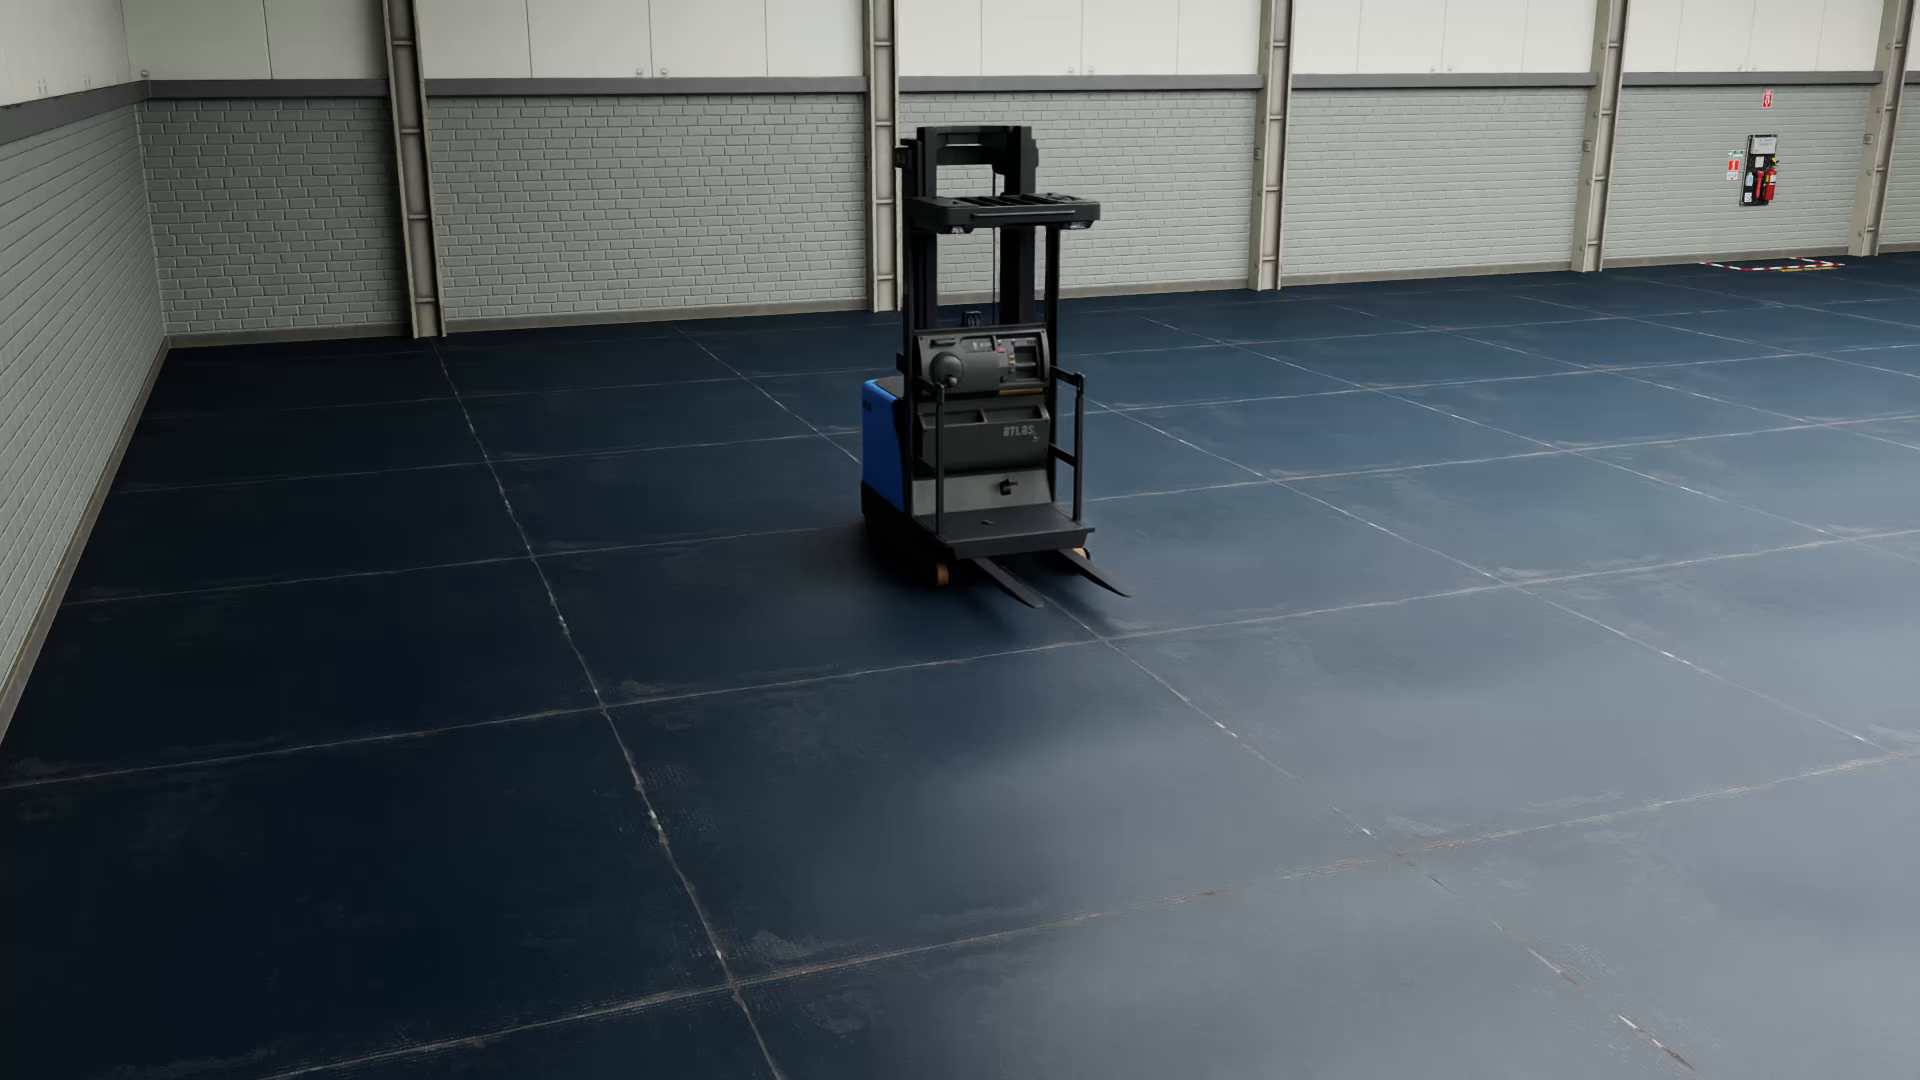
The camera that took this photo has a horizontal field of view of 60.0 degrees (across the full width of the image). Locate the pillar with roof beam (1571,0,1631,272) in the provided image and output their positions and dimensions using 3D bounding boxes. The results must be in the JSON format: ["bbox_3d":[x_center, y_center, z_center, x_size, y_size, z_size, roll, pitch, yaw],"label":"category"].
[{"bbox_3d":[11.700,-7.562,21.877,0.400,9.000,9.100,-6,17,-20],"label":"pillar with roof beam"}]

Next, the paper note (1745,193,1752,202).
[{"bbox_3d":[13.251,-5.759,27.950,0.142,0.148,0.016,-6,17,-20],"label":"paper note"}]

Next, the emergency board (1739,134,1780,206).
[{"bbox_3d":[13.441,-6.182,27.825,0.643,1.169,0.194,-6,17,-20],"label":"emergency board"}]

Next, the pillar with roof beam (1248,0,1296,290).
[{"bbox_3d":[6.097,-6.957,19.817,0.400,9.000,9.100,-6,17,-20],"label":"pillar with roof beam"}]

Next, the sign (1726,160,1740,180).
[{"bbox_3d":[12.888,-6.170,27.723,0.234,0.329,0.001,-6,17,-20],"label":"sign"}]

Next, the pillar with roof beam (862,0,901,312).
[{"bbox_3d":[0.494,-6.352,17.757,0.400,9.000,9.100,-6,17,-20],"label":"pillar with roof beam"}]

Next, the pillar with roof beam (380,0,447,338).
[{"bbox_3d":[-5.108,-5.747,15.697,0.400,9.000,9.100,-6,17,-20],"label":"pillar with roof beam"}]

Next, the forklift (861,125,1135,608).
[{"bbox_3d":[0.238,-1.223,11.061,1.130,2.935,3.031,-6,17,-19],"label":"forklift"}]

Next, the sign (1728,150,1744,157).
[{"bbox_3d":[12.895,-6.423,27.642,0.331,0.109,0.001,-6,17,-20],"label":"sign"}]

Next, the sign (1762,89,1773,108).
[{"bbox_3d":[13.398,-7.319,27.585,0.199,0.298,0.001,-6,17,-20],"label":"sign"}]

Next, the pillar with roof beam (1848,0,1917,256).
[{"bbox_3d":[17.303,-8.167,23.937,0.400,9.000,9.100,-6,17,-20],"label":"pillar with roof beam"}]
